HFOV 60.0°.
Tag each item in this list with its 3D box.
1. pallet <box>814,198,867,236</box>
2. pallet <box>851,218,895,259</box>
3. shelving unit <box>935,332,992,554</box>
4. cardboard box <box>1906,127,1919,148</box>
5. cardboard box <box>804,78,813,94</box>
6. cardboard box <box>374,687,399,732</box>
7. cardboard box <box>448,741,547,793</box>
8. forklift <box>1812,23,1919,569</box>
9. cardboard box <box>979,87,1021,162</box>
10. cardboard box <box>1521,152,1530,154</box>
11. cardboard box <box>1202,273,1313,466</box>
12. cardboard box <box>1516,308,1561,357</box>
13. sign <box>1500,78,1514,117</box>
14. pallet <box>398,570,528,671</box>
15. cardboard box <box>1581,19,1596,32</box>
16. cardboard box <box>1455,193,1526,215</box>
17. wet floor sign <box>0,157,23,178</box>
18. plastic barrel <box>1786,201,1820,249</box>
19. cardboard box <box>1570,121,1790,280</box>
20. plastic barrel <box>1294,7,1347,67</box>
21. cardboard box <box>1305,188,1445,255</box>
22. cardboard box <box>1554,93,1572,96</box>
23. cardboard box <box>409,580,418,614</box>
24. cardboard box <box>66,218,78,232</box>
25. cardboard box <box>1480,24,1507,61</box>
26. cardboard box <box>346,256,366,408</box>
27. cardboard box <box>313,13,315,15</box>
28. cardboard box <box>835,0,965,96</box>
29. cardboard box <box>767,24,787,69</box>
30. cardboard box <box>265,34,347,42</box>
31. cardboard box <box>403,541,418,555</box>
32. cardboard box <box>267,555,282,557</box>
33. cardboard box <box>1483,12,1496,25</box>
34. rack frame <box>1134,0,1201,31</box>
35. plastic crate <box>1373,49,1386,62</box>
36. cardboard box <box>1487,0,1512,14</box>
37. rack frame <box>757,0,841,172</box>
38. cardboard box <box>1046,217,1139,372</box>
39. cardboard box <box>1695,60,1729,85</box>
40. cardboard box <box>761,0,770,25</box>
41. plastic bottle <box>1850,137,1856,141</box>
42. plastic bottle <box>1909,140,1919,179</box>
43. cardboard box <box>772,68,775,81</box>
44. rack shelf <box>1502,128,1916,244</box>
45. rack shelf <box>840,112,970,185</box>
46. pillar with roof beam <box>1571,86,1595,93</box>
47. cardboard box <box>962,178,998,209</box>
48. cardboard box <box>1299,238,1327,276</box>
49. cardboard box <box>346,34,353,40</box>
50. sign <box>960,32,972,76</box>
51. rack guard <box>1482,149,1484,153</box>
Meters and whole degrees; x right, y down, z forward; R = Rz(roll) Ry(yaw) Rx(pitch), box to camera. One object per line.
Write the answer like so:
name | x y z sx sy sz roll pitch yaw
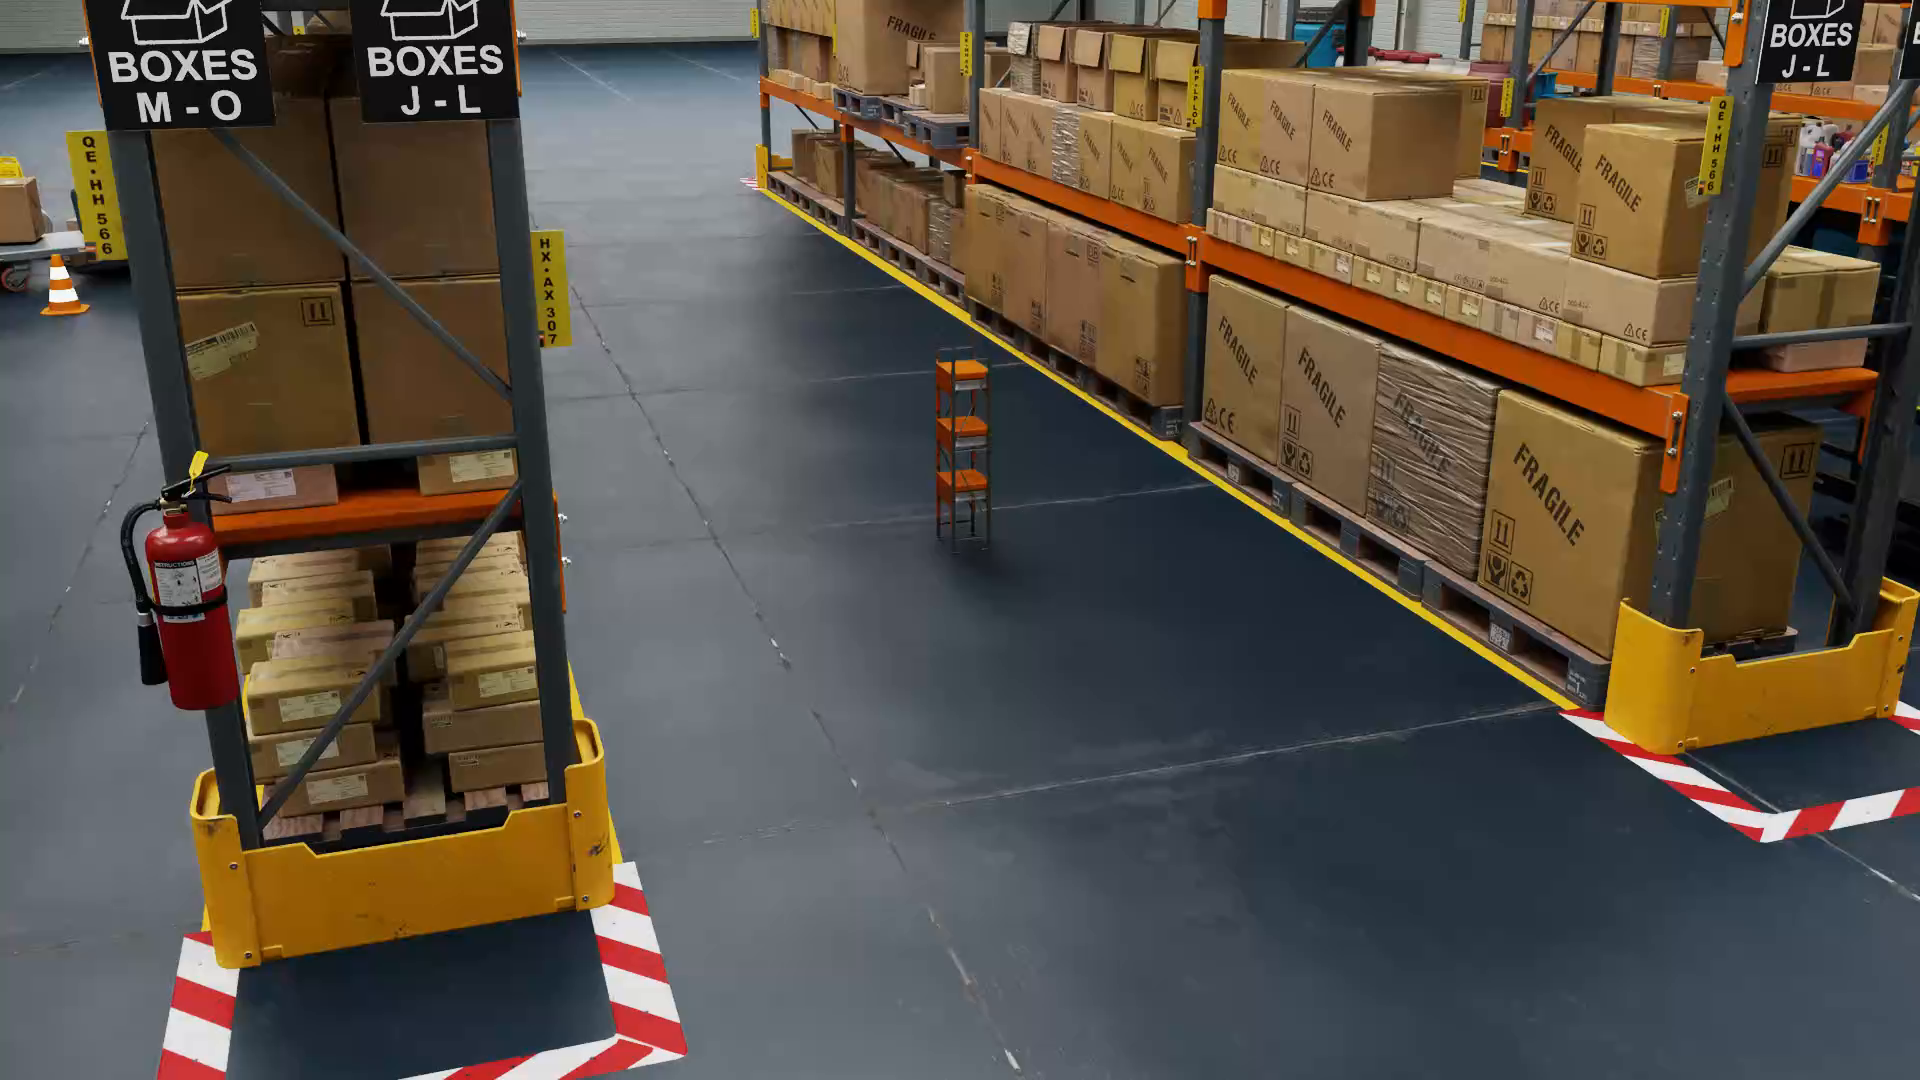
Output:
pallet | -0.938 -3.479 17.791 1.003 0.211 1.213 -6 21 -17
pallet | -0.448 -3.018 16.507 1.003 0.211 1.213 -6 21 -17
shelving unit | 0.017 -0.477 8.191 0.215 1.050 0.252 -6 21 -17
cardboard box | 13.049 -5.518 22.390 0.500 0.500 0.500 -8 21 -21
cardboard box | -1.498 -4.982 18.222 0.380 0.149 0.250 -6 21 -17
cardboard box | -2.204 0.597 5.913 0.380 0.149 0.250 -6 21 -17
cardboard box | -1.523 0.707 5.606 0.380 0.149 0.250 -6 21 -16
forklift | 4.960 -1.309 7.724 1.130 2.935 3.031 -7 21 -19
cardboard box | 0.458 -3.159 12.625 0.500 0.500 0.500 -6 21 -16
cardboard box | 7.729 -5.302 22.188 0.500 0.250 0.500 -6 21 -17
cardboard box | 1.952 -0.990 9.258 0.875 0.875 0.875 -6 21 -17
cardboard box | 2.492 -0.855 6.730 0.380 0.149 0.250 -6 21 -17
sign | 4.745 -3.839 14.425 0.100 0.325 0.005 -6 21 -17
pallet | -2.288 0.398 6.996 1.003 0.211 1.213 -6 21 -17
cardboard box | 8.025 -6.456 20.845 0.380 0.149 0.250 -6 21 -16
cardboard box | 2.690 -1.476 7.870 0.500 0.250 0.500 -7 21 -18
wet floor sign | -10.403 -3.877 18.257 0.267 0.644 0.232 1 20 2
plastic barrel | 6.145 -2.153 12.455 0.600 0.901 0.708 -6 21 -17
cardboard box | 2.675 -1.280 6.215 0.500 0.500 0.500 -6 21 -17
plastic barrel | 3.842 -5.186 17.676 0.600 0.901 0.708 -6 21 -17
cardboard box | 2.040 -1.578 8.154 0.500 0.250 0.500 -6 21 -16
cardboard box | 7.740 -5.656 22.064 0.500 0.500 0.500 -6 21 -17
cardboard box | -1.928 0.242 6.461 0.380 0.149 0.250 -7 21 -20
cardboard box | -9.029 -3.263 17.282 0.380 0.149 0.250 4 20 11
cardboard box | 7.589 -6.811 22.793 0.700 0.500 0.500 -6 21 -17
cardboard box | -2.205 -0.704 5.352 0.500 0.500 0.500 -7 21 -18
cardboard box | -5.801 -4.950 15.942 0.875 0.550 0.550 -6 21 -17
cardboard box | -0.577 -4.790 15.807 1.000 1.000 1.000 -6 21 -17
cardboard box | -1.804 -5.871 19.737 0.875 0.500 0.500 -6 21 -17
cardboard box | -3.009 -2.005 7.495 0.500 0.500 0.500 -6 21 -16
cardboard box | -2.107 -0.065 6.877 0.380 0.149 0.250 -6 21 -17
cardboard box | -2.615 0.129 6.775 0.380 0.149 0.250 -6 21 -17
cardboard box | 7.373 -7.119 22.690 0.380 0.149 0.250 -7 21 -18
rack frame | 2.751 -6.390 21.769 1.000 3.000 0.127 -6 21 -17
plastic crate | 4.451 -5.013 17.843 0.402 0.464 0.583 -6 21 -17
cardboard box | 7.606 -7.404 22.527 0.700 0.500 0.500 -6 21 -17
rack frame | -1.951 -5.864 20.304 1.000 3.000 0.127 -6 21 -17
cardboard box | 1.319 -1.700 11.235 1.225 0.875 0.875 -7 21 -19
cardboard box | 8.908 -5.407 19.256 0.500 0.250 0.500 -5 20 -14
cardboard box | -2.037 -6.316 19.496 0.500 0.500 0.500 -6 21 -17
plastic bottle | 6.552 -2.855 12.220 0.097 0.201 0.097 0 20 0
plastic bottle | 6.707 -2.676 11.503 0.144 0.351 0.185 -6 21 -17
cardboard box | -2.027 -5.546 19.792 0.380 0.149 0.250 -6 21 -17
rack shelf | 5.894 -2.842 12.956 1.077 0.370 4.000 -6 21 -17
rack shelf | -0.065 -3.600 15.065 1.077 0.370 4.000 -6 21 -17
pillar with roof beam | 7.224 -11.601 27.403 9.100 9.000 0.400 -6 21 -17
cardboard box | 0.324 -2.892 13.968 0.500 0.250 0.500 -6 20 -15
cardboard box | 1.929 -1.429 8.330 0.380 0.149 0.250 -7 21 -18
cardboard box | -2.515 -2.054 7.630 0.500 0.500 0.500 -7 21 -19
sign | 0.051 -3.743 12.805 0.100 0.325 0.005 -6 21 -17
rack guard | 7.447 -5.746 23.675 1.175 0.500 0.348 -6 21 -17
